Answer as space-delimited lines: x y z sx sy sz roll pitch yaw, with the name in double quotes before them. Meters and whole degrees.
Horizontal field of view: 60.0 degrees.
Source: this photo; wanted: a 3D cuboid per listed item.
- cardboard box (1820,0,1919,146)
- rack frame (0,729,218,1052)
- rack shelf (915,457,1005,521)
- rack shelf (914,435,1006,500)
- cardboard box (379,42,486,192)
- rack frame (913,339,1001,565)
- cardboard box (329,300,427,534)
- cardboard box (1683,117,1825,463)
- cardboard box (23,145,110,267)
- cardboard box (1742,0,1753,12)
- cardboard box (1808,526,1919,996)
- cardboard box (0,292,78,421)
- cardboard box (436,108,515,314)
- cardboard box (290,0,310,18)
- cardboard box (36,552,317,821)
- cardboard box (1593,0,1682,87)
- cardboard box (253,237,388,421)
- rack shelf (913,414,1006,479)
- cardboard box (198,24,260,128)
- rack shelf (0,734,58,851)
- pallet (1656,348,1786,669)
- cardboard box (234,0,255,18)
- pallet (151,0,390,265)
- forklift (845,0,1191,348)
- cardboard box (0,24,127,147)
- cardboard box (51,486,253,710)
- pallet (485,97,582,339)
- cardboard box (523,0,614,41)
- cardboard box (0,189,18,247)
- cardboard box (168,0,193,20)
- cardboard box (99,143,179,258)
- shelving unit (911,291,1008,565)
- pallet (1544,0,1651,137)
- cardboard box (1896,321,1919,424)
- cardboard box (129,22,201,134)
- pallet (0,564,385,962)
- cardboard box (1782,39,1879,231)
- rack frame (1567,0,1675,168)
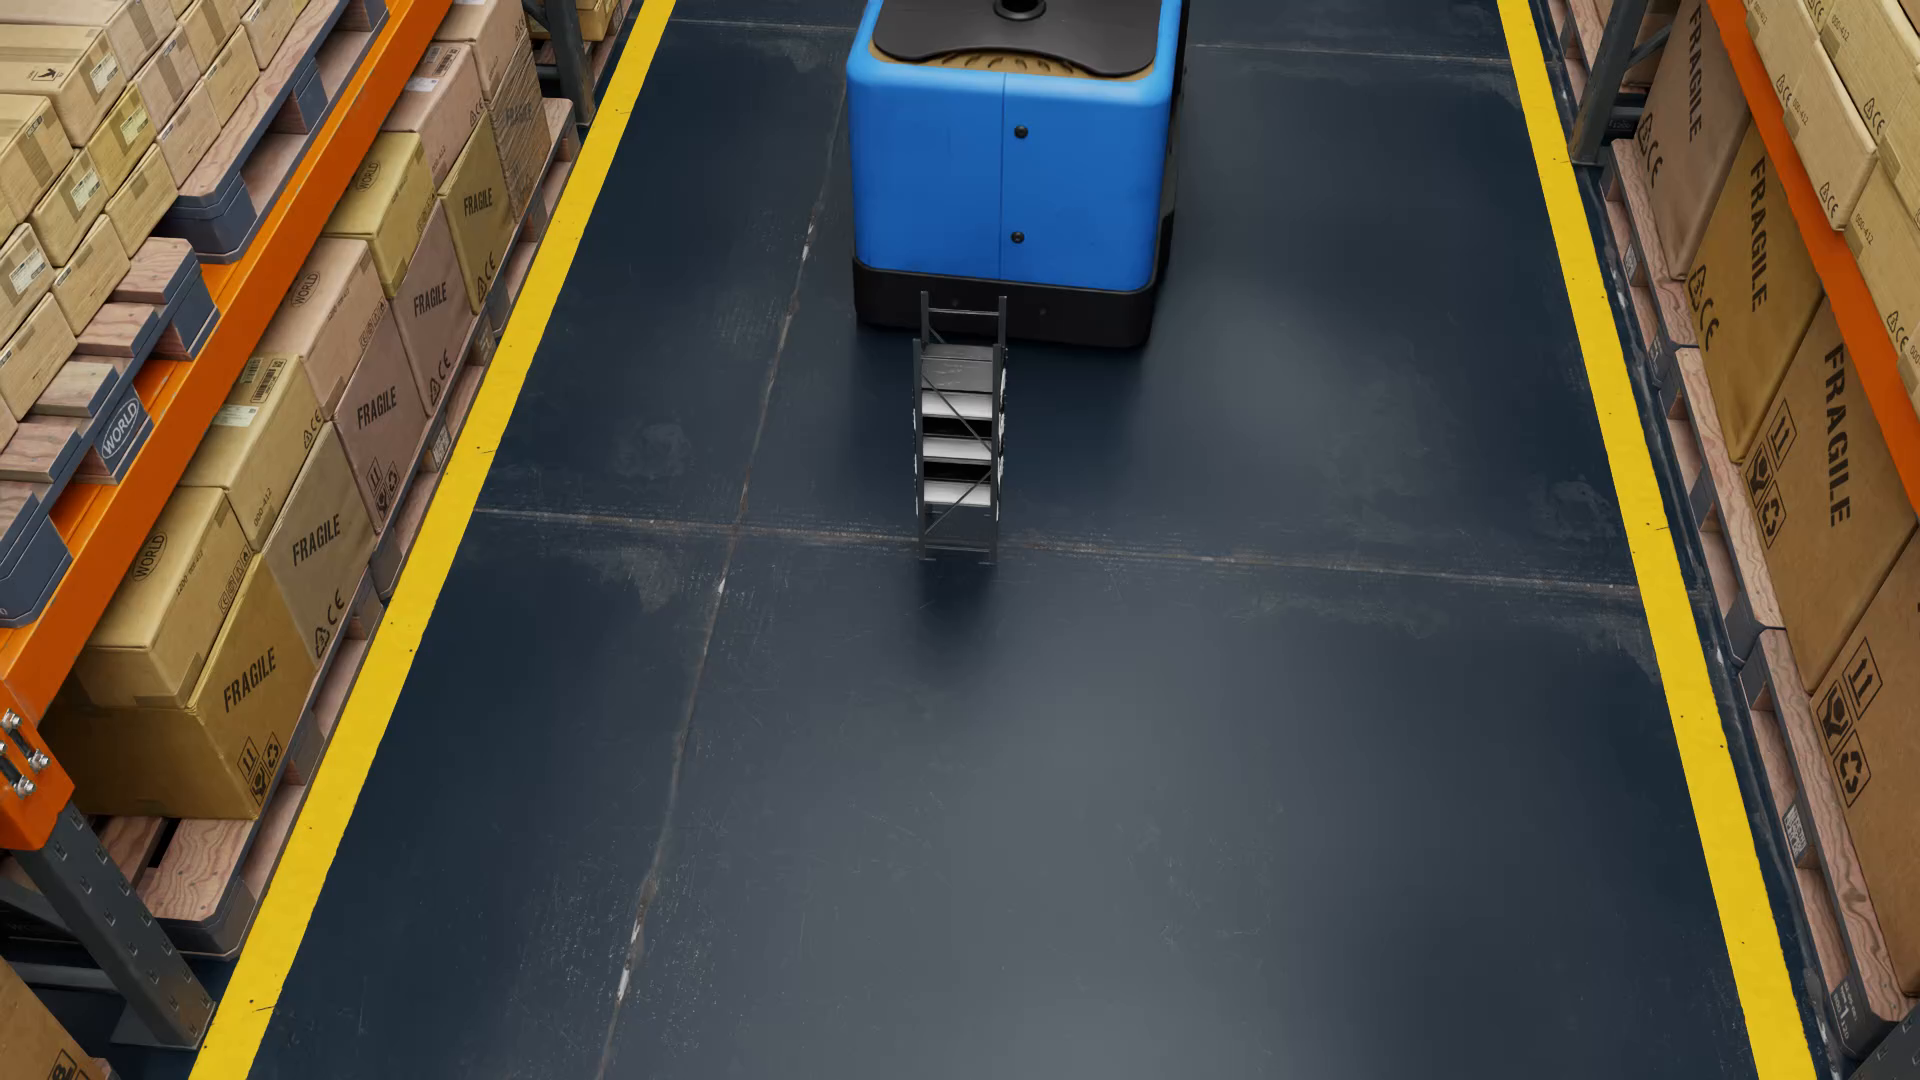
"cardboard box" 2.477 -1.200 4.077 0.500 0.250 0.500 3 48 2
"rack frame" -2.369 0.169 3.063 1.000 3.000 0.127 4 48 4
"rack shelf" 0.001 -0.166 5.081 0.258 0.077 0.200 4 48 4
"rack shelf" 0.001 -0.226 5.014 0.258 0.077 0.200 4 48 4
"cardboard box" -1.881 -1.380 5.381 0.500 0.250 0.500 6 48 5
"rack frame" -0.009 -0.235 4.855 0.240 0.900 0.006 4 48 4
"cardboard box" -1.966 -0.379 4.973 0.500 0.500 0.500 3 48 3
"cardboard box" 2.883 -0.811 5.114 0.875 0.875 0.875 5 48 5
"cardboard box" -2.081 -0.726 3.565 0.380 0.149 0.250 3 48 2
"cardboard box" 2.585 -1.775 4.942 0.500 0.250 0.500 3 48 3
"cardboard box" 2.715 0.501 3.914 0.875 0.875 0.875 3 48 3
"cardboard box" -2.103 -0.400 3.469 0.380 0.149 0.250 6 48 5
"cardboard box" -1.868 -1.131 5.661 0.500 0.500 0.500 3 48 3
"cardboard box" -1.959 -1.564 4.534 0.380 0.149 0.250 6 48 5
"cardboard box" -2.051 0.368 4.290 0.500 0.500 0.500 2 48 2
"cardboard box" 3.098 -2.243 6.720 0.875 0.438 0.875 3 48 3
"cardboard box" -1.961 -0.608 4.674 0.500 0.250 0.500 4 48 4
"rack shelf" 0.001 -0.287 4.948 0.258 0.077 0.200 4 48 4
"cardboard box" -2.008 -1.177 4.180 0.380 0.149 0.250 4 48 4
"rack shelf" -2.551 1.882 1.984 1.077 0.370 4.000 4 48 4
"pallet" 2.830 -0.099 5.198 1.003 0.211 1.213 4 48 4
"cardboard box" -1.988 -1.475 4.250 0.380 0.149 0.250 5 48 5
"pallet" -2.229 -1.224 4.466 1.003 0.211 1.213 4 48 4
"forklift" 0.352 -2.757 5.785 1.130 2.935 3.031 6 48 6
"cardboard box" -2.061 -0.987 3.603 0.380 0.149 0.250 2 48 2
"cardboard box" -2.065 0.128 4.002 0.500 0.250 0.500 2 48 2
"pallet" -2.074 -1.257 6.257 1.003 0.211 1.213 4 48 4
"cardboard box" -1.651 -2.196 6.873 0.380 0.149 0.250 2 48 2
"cardboard box" -2.112 -0.613 3.260 0.380 0.149 0.250 3 48 2
"cardboard box" -2.016 -1.381 3.963 0.380 0.149 0.250 5 48 5
"cardboard box" -2.056 -0.797 3.832 0.380 0.149 0.250 6 48 5
"shelving unit" 0.001 -0.310 4.923 0.258 0.900 0.210 4 48 4
"pallet" 3.081 -2.124 7.050 1.003 0.211 1.213 4 48 4
"cardboard box" 2.388 -0.287 3.582 0.500 0.250 0.500 5 48 4
"cardboard box" -2.035 -1.094 3.902 0.380 0.149 0.250 4 48 4
"pallet" -2.296 0.536 4.617 1.003 0.211 1.213 4 48 4
"cardboard box" 2.468 -1.033 4.263 0.500 0.250 0.500 3 48 3
"rack frame" 2.934 -2.512 5.514 1.000 3.000 0.127 4 48 4
